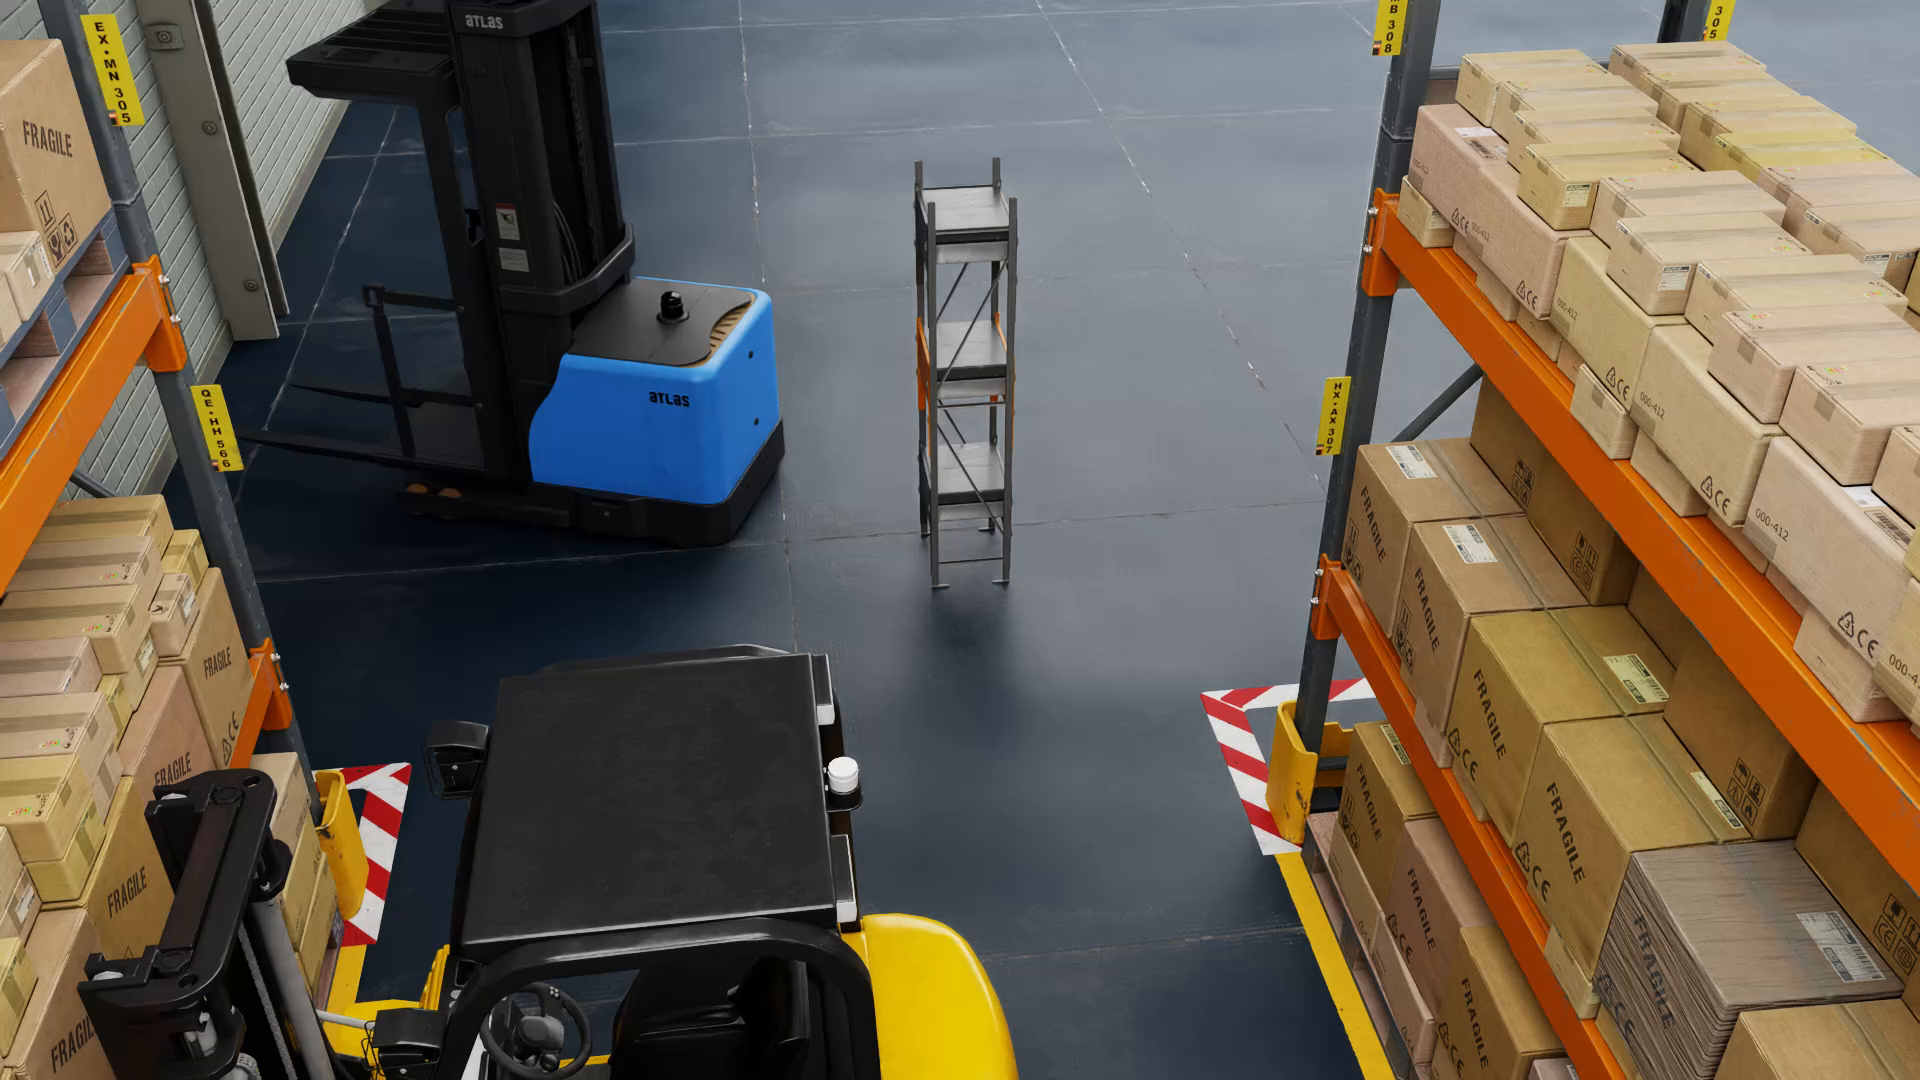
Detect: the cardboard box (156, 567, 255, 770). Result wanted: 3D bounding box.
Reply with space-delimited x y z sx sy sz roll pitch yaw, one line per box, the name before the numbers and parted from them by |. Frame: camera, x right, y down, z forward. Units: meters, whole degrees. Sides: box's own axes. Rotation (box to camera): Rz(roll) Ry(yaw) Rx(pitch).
cardboard box | -2.680 0.454 5.459 0.500 0.500 0.500 -5 35 -7

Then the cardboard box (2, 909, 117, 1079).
cardboard box | -2.472 1.310 4.204 0.500 0.500 0.500 -4 34 -6

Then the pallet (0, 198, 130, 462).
pallet | -2.937 -0.565 4.460 1.003 0.211 1.213 -4 35 -6

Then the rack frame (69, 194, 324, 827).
rack frame | -3.006 0.241 5.861 1.000 3.000 0.127 -4 35 -6

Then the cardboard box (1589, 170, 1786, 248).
cardboard box | 1.868 -0.828 4.282 0.380 0.149 0.250 -5 35 -7

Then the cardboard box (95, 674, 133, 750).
cardboard box | -2.622 0.533 4.768 0.380 0.149 0.250 -5 35 -7

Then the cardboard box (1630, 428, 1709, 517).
cardboard box | 1.888 -0.198 4.065 0.380 0.149 0.250 -5 35 -8

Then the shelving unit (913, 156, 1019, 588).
shelving unit | 0.022 -0.775 8.152 0.431 2.100 0.503 -4 35 -6

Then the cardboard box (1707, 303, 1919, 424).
cardboard box | 1.888 -0.388 3.636 0.380 0.149 0.250 -4 34 -6

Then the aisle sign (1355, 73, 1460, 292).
aisle sign | 1.596 -1.222 5.700 0.394 0.787 0.004 -4 35 -6

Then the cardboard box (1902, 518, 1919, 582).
cardboard box | 1.969 0.043 3.003 0.380 0.149 0.250 -3 34 -5

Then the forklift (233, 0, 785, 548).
forklift | -2.572 -1.603 8.628 3.031 2.935 1.130 8 35 11

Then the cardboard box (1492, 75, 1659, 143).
cardboard box | 1.807 -1.249 4.899 0.380 0.149 0.250 -5 35 -7

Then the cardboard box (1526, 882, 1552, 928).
cardboard box | 1.914 1.045 4.904 0.380 0.149 0.250 -5 35 -8

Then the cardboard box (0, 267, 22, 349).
cardboard box | -2.560 -0.577 4.056 0.396 0.266 0.258 -4 35 -6

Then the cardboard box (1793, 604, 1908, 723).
cardboard box | 1.981 0.231 3.435 0.380 0.149 0.250 -3 34 -5

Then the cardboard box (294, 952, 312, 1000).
cardboard box | -2.572 1.720 5.760 0.500 0.250 0.500 -4 35 -6

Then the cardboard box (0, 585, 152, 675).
cardboard box | -2.623 0.272 4.887 0.380 0.149 0.250 -4 34 -5

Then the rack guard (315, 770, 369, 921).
rack guard | -3.009 1.261 6.585 1.175 0.500 0.348 -4 35 -6

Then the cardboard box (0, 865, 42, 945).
cardboard box | -2.541 0.964 4.136 0.380 0.149 0.250 -5 35 -7

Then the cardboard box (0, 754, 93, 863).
cardboard box | -2.478 0.697 4.263 0.380 0.149 0.250 -4 34 -5

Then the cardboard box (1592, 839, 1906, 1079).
cardboard box | 1.993 1.126 4.210 0.500 0.500 0.500 -3 34 -5

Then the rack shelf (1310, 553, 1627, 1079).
rack shelf | 2.181 1.276 4.981 1.077 0.370 4.000 -4 35 -6

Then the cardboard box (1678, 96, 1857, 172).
cardboard box | 2.299 -1.148 4.751 0.380 0.149 0.250 -5 35 -7

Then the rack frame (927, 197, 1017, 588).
rack frame | 0.055 -0.639 7.952 0.400 2.100 0.015 -4 35 -6

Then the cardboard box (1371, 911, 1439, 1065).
cardboard box | 1.807 1.582 5.962 0.500 0.250 0.500 -3 34 -5

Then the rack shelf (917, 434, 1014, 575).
rack shelf | 0.022 -0.186 8.554 0.431 0.518 0.480 -4 35 -6

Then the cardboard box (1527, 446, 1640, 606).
cardboard box | 2.258 -0.163 5.213 0.700 0.500 0.500 -4 34 -6

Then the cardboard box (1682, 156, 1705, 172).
cardboard box | 2.301 -0.890 4.727 0.500 0.250 0.500 -5 35 -7

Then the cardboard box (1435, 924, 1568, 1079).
cardboard box | 1.884 1.572 5.311 0.500 0.500 0.500 -4 34 -5

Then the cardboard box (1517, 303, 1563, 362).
cardboard box | 1.818 -0.636 4.709 0.380 0.149 0.250 -5 35 -7

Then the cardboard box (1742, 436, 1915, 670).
cardboard box | 2.000 0.001 3.419 0.500 0.250 0.500 -5 35 -7

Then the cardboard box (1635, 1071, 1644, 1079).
cardboard box | 1.965 1.476 4.272 0.380 0.149 0.250 -5 35 -7

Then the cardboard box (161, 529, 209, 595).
cardboard box | -2.682 0.104 5.398 0.380 0.149 0.250 -4 34 -6

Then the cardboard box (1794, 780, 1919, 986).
cardboard box | 2.518 0.687 3.966 0.700 0.500 0.500 -5 35 -7

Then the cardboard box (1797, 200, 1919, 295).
cardboard box | 2.317 -0.717 4.119 0.380 0.149 0.250 -5 35 -8

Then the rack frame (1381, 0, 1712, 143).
rack frame | 1.912 -2.616 4.727 1.000 3.000 0.127 -4 35 -6

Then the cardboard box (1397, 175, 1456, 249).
cardboard box | 1.635 -1.063 5.334 0.380 0.149 0.250 -4 35 -6

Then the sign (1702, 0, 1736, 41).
sign | 2.465 -1.773 5.367 0.100 0.325 0.005 -4 35 -6

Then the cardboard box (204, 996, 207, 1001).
cardboard box | -2.483 1.589 5.064 0.500 0.250 0.500 -4 34 -6

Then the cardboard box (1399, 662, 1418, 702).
cardboard box | 1.756 0.466 5.754 0.380 0.149 0.250 -5 35 -8

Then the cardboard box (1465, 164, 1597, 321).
cardboard box | 1.774 -0.855 4.675 0.500 0.250 0.500 -5 35 -7

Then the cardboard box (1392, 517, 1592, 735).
cardboard box | 1.774 0.273 5.462 0.500 0.500 0.500 -3 34 -5

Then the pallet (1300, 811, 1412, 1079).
pallet | 1.996 1.514 6.470 1.003 0.211 1.213 -4 35 -6
